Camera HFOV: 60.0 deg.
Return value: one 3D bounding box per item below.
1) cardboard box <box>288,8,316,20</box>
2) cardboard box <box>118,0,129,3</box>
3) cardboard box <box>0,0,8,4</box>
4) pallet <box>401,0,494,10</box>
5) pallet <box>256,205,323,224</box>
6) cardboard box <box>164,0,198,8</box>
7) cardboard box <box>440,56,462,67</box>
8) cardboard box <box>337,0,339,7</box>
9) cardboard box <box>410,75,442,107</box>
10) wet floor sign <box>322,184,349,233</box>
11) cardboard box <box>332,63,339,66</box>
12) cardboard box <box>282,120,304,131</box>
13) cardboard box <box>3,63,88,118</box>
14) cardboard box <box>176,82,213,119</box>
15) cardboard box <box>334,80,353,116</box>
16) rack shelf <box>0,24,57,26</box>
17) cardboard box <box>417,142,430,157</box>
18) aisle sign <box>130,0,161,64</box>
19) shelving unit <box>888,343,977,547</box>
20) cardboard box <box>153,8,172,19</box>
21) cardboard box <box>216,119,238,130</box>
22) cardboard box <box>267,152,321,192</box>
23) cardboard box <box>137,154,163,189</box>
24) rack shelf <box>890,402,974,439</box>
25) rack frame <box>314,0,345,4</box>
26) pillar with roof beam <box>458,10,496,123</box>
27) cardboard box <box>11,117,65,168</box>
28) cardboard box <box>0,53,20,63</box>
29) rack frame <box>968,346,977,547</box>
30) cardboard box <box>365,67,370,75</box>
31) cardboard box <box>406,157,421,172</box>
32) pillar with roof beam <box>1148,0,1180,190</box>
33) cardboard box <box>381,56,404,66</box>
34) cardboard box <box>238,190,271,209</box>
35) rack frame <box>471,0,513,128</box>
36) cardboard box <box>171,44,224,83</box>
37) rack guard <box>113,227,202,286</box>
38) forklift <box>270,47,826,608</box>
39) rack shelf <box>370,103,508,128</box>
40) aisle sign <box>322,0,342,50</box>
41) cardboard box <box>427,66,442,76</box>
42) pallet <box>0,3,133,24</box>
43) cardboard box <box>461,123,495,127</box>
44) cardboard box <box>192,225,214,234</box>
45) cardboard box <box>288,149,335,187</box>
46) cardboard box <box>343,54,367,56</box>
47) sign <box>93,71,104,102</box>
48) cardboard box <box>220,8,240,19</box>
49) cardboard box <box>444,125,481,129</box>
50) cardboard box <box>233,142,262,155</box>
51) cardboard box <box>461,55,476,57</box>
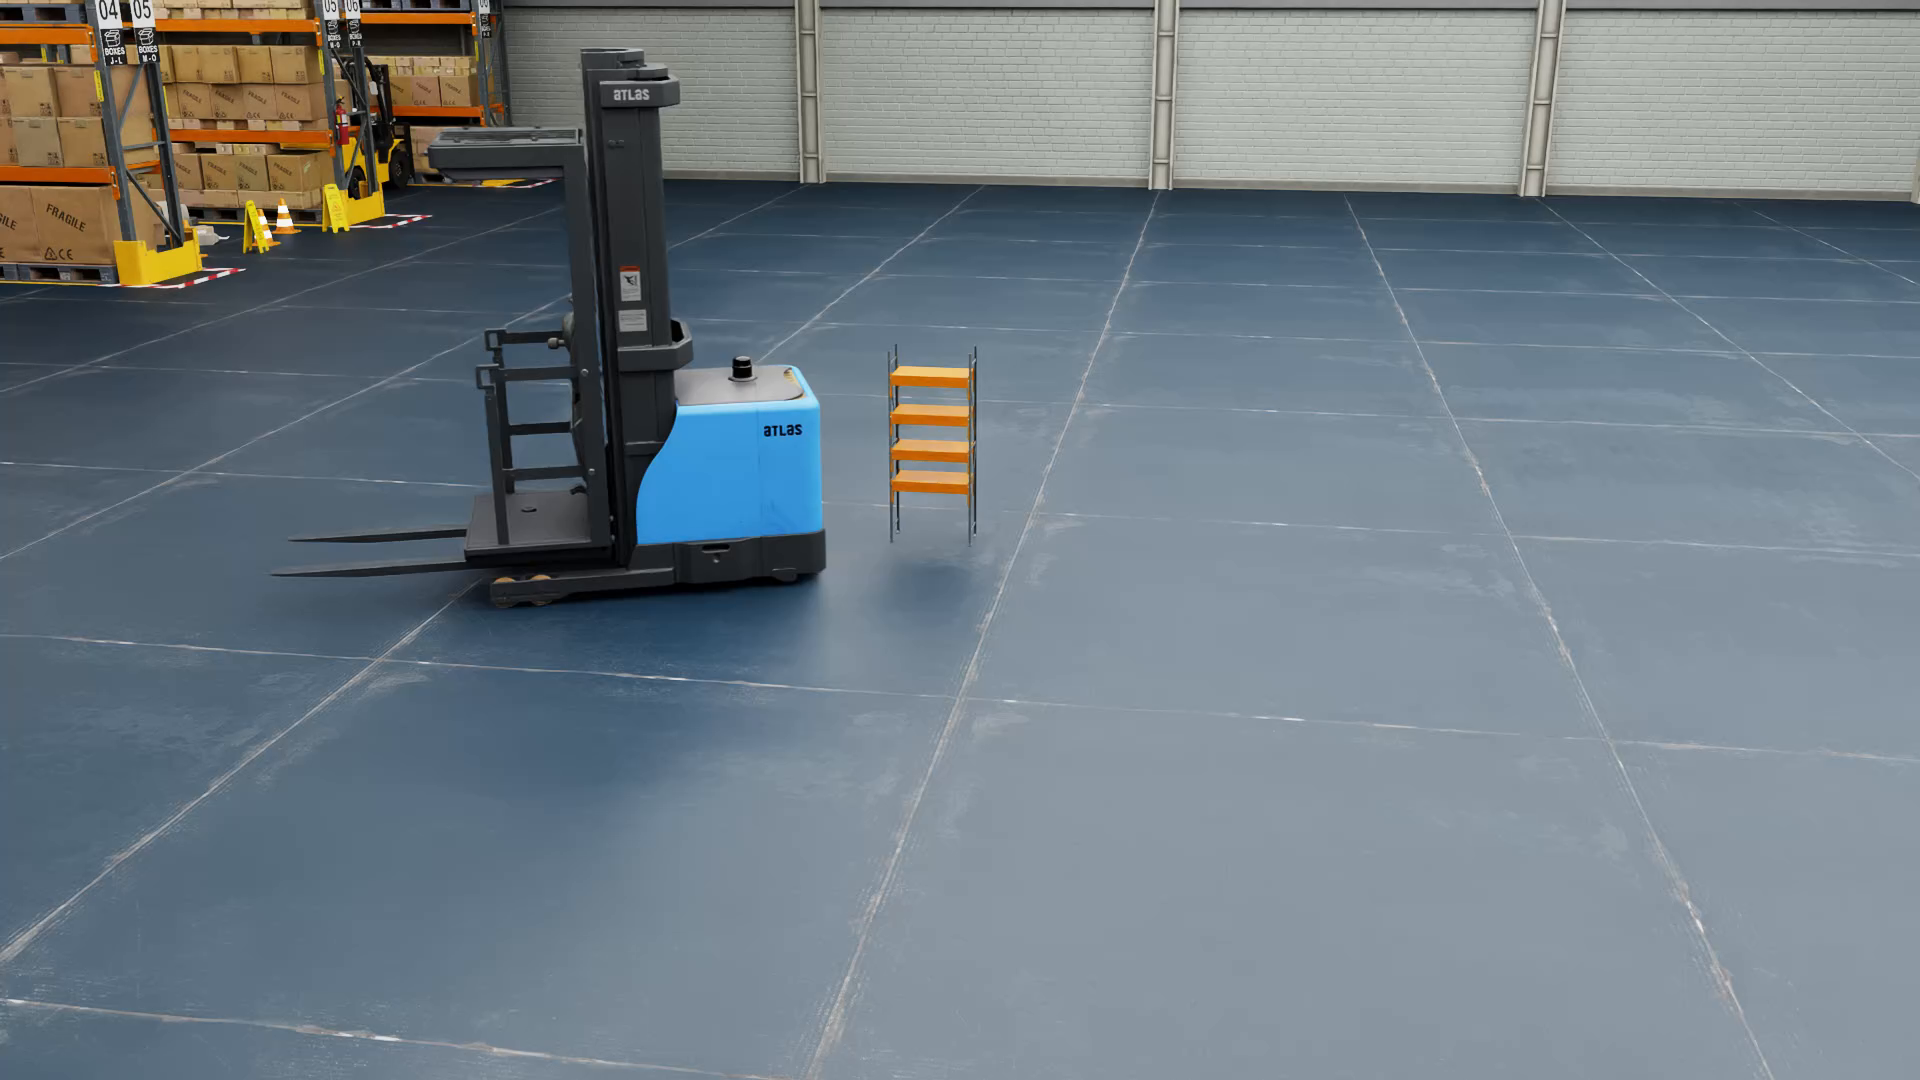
[{"bbox_3d":[-9.109,-7.304,23.074,0.250,0.149,0.380,3,19,9],"label":"cardboard box"},{"bbox_3d":[-9.685,-6.182,18.901,0.250,0.149,0.380,3,19,9],"label":"cardboard box"},{"bbox_3d":[-10.532,-6.014,18.398,0.250,0.149,0.380,3,19,9],"label":"cardboard box"},{"bbox_3d":[-8.623,-9.050,28.035,1.213,0.211,1.003,3,19,9],"label":"pallet"},{"bbox_3d":[-9.584,-4.804,24.327,1.213,0.211,1.003,3,19,9],"label":"pallet"},{"bbox_3d":[-10.769,-7.579,23.268,0.500,0.250,0.500,3,19,9],"label":"cardboard box"},{"bbox_3d":[-8.564,-8.076,28.065,0.250,0.149,0.380,3,19,9],"label":"cardboard box"},{"bbox_3d":[-9.167,-7.672,23.544,0.500,0.250,0.500,3,19,8],"label":"cardboard box"},{"bbox_3d":[-8.967,-7.645,28.265,0.500,0.500,0.500,4,19,10],"label":"cardboard box"},{"bbox_3d":[-8.695,-4.609,23.061,0.232,0.644,0.267,10,21,27],"label":"wet floor sign"},{"bbox_3d":[-10.586,-8.169,28.343,0.250,0.149,0.380,3,19,8],"label":"cardboard box"},{"bbox_3d":[-9.383,-5.881,23.548,0.250,0.149,0.380,3,19,8],"label":"cardboard box"},{"bbox_3d":[-10.316,-5.127,18.962,0.550,0.550,0.875,3,19,9],"label":"cardboard box"},{"bbox_3d":[-10.777,-6.284,23.731,0.500,0.500,0.500,3,19,9],"label":"cardboard box"},{"bbox_3d":[-9.136,-6.370,23.986,0.500,0.500,0.500,3,19,8],"label":"cardboard box"},{"bbox_3d":[-14.636,-7.454,24.259,4.000,0.370,1.077,3,19,9],"label":"rack shelf"},{"bbox_3d":[-8.952,-6.713,28.523,0.500,0.250,0.500,3,19,8],"label":"cardboard box"},{"bbox_3d":[-9.280,-5.838,18.926,0.004,0.787,0.394,3,19,9],"label":"aisle sign"},{"bbox_3d":[-0.163,-0.577,10.138,0.503,1.200,0.258,3,19,9],"label":"shelving unit"},{"bbox_3d":[-11.134,-7.390,23.331,0.250,0.149,0.380,3,19,8],"label":"cardboard box"},{"bbox_3d":[-10.390,-5.945,23.741,0.250,0.149,0.380,3,19,8],"label":"cardboard box"},{"bbox_3d":[-9.545,-5.280,23.845,0.500,0.500,0.500,3,19,9],"label":"cardboard box"},{"bbox_3d":[-11.592,-5.385,24.160,0.500,0.500,0.500,4,19,11],"label":"cardboard box"},{"bbox_3d":[-0.163,-0.726,10.088,0.480,0.148,0.258,3,19,9],"label":"rack shelf"},{"bbox_3d":[-8.712,-8.915,22.766,0.127,3.000,1.000,3,19,9],"label":"rack frame"},{"bbox_3d":[-9.156,-9.439,24.332,0.400,9.000,9.100,3,19,9],"label":"pillar with roof beam"},{"bbox_3d":[-10.318,-4.611,19.120,0.550,0.550,0.875,3,19,9],"label":"cardboard box"},{"bbox_3d":[-13.836,-6.950,24.037,0.250,0.149,0.380,2,19,7],"label":"cardboard box"},{"bbox_3d":[0.077,-0.565,10.101,0.015,1.200,0.240,3,19,9],"label":"rack frame"},{"bbox_3d":[-10.082,-7.999,28.304,0.250,0.149,0.380,3,19,8],"label":"cardboard box"},{"bbox_3d":[-9.425,-6.501,28.678,0.500,0.250,0.500,3,19,9],"label":"cardboard box"},{"bbox_3d":[2.692,-8.835,22.527,0.400,9.000,9.100,3,19,9],"label":"pillar with roof beam"},{"bbox_3d":[-9.592,-8.107,28.155,0.250,0.149,0.380,3,19,10],"label":"cardboard box"},{"bbox_3d":[-10.063,-4.951,24.043,0.500,0.250,0.500,3,19,9],"label":"cardboard box"},{"bbox_3d":[-7.929,-7.626,28.366,0.127,3.000,1.000,3,19,9],"label":"rack frame"},{"bbox_3d":[-10.740,-6.780,23.638,0.500,0.500,0.700,3,19,8],"label":"cardboard box"},{"bbox_3d":[-9.374,-3.328,19.461,0.348,0.500,1.175,3,19,9],"label":"rack guard"},{"bbox_3d":[-2.345,-1.198,9.263,3.031,2.935,1.130,-4,19,-12],"label":"forklift"},{"bbox_3d":[-9.903,-7.385,28.781,4.000,0.370,1.077,3,19,9],"label":"rack shelf"},{"bbox_3d":[-8.697,-7.209,23.025,0.004,0.787,0.394,3,19,9],"label":"aisle sign"},{"bbox_3d":[-8.819,-7.946,28.144,0.250,0.149,0.380,3,19,10],"label":"cardboard box"},{"bbox_3d":[-10.132,-5.929,18.708,1.213,0.211,1.003,3,19,9],"label":"pallet"},{"bbox_3d":[-8.373,-7.078,28.827,0.500,0.250,0.500,3,19,8],"label":"cardboard box"},{"bbox_3d":[-10.326,-4.152,22.476,0.250,0.149,0.380,14,23,37],"label":"cardboard box"},{"bbox_3d":[-9.489,-5.449,24.352,0.500,0.500,0.500,2,19,7],"label":"cardboard box"},{"bbox_3d":[-10.500,-8.355,28.896,0.250,0.149,0.380,3,19,8],"label":"cardboard box"},{"bbox_3d":[-9.498,-5.007,18.341,0.005,0.325,0.100,3,19,9],"label":"sign"},{"bbox_3d":[-10.110,-7.362,23.246,0.250,0.149,0.380,3,19,8],"label":"cardboard box"},{"bbox_3d":[-8.433,-6.920,28.355,0.500,0.250,0.500,4,19,10],"label":"cardboard box"},{"bbox_3d":[-10.166,-5.599,23.775,0.250,0.149,0.380,3,19,10],"label":"cardboard box"},{"bbox_3d":[-8.479,-8.239,28.550,0.250,0.149,0.380,4,19,11],"label":"cardboard box"}]
